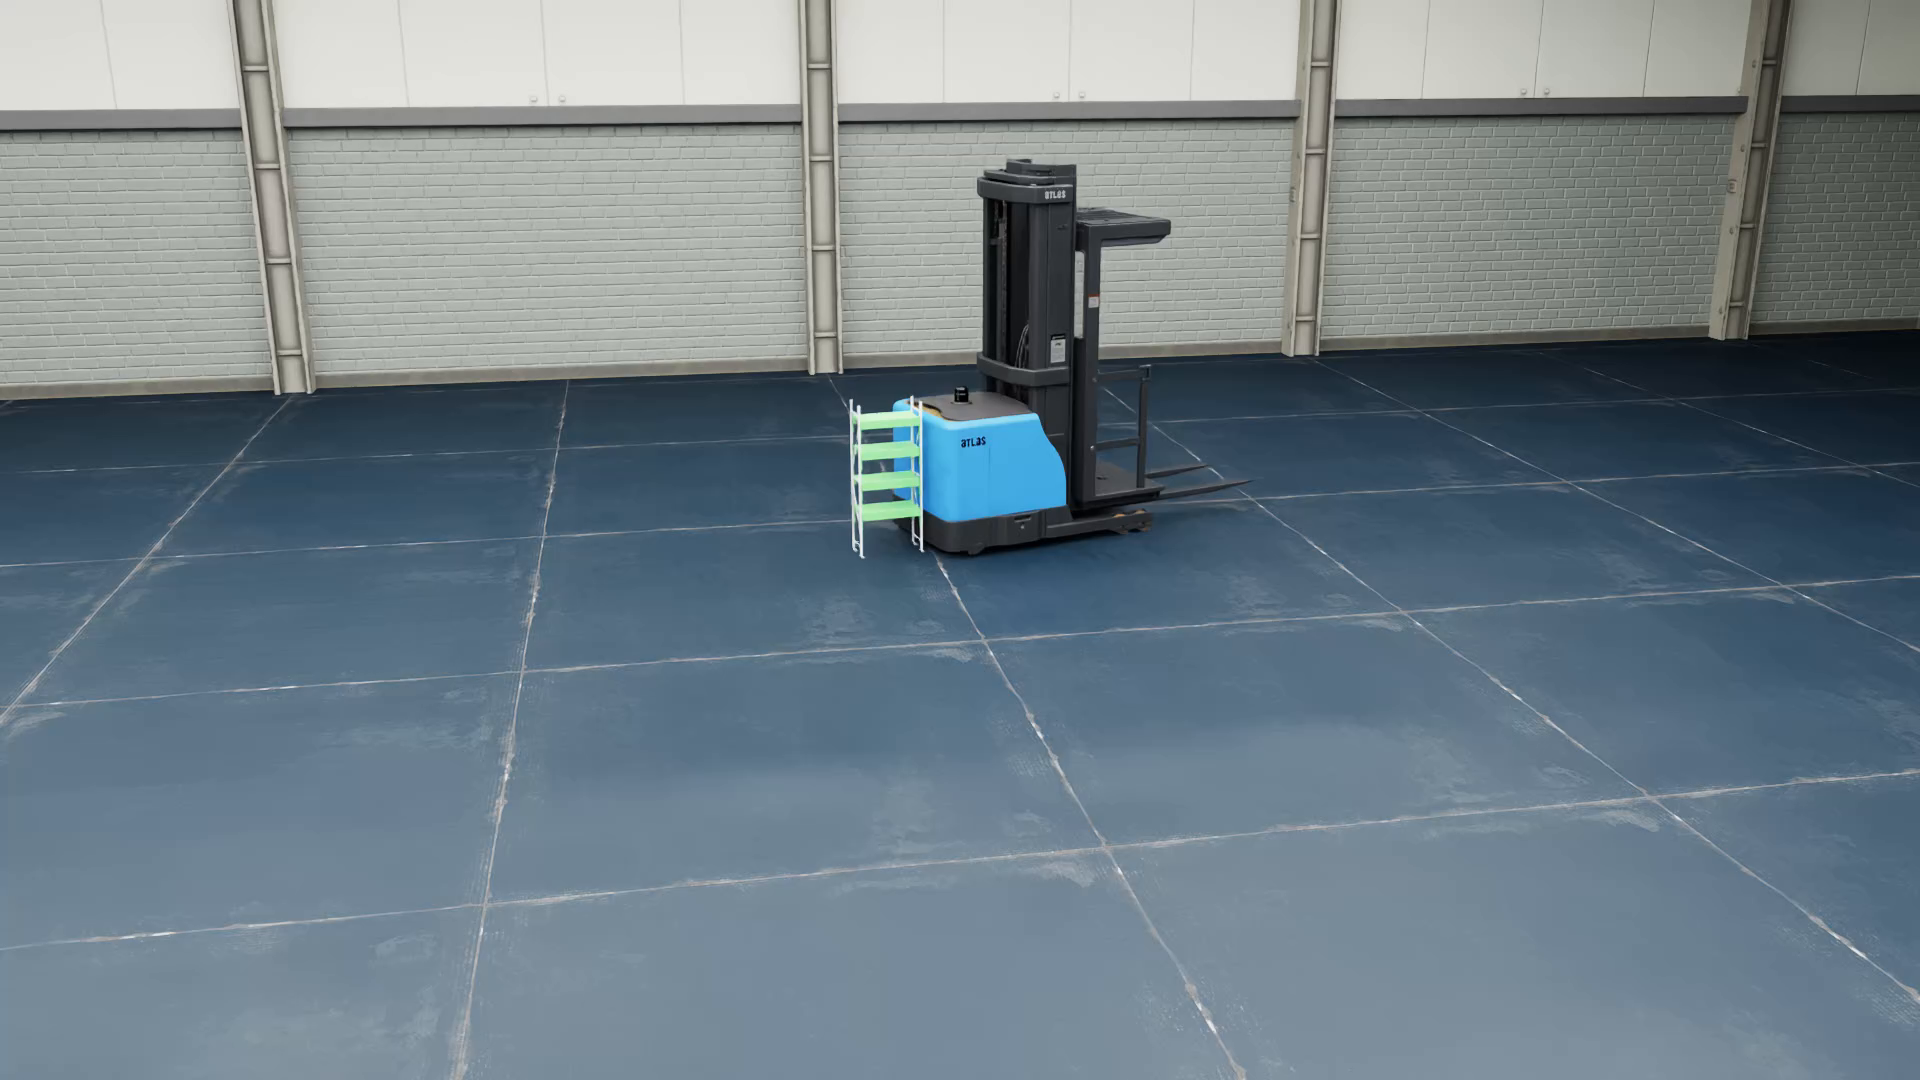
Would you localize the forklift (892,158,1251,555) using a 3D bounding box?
[{"bbox_3d":[0.997,-1.573,13.441,3.031,2.935,1.130,-9,19,-27],"label":"forklift"}]

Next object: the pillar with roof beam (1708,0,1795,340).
[{"bbox_3d":[10.990,-5.744,16.685,0.400,9.000,9.100,-3,17,-10],"label":"pillar with roof beam"}]

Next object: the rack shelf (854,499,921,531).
[{"bbox_3d":[-0.566,-0.198,12.948,0.480,0.148,0.258,-6,18,-18],"label":"rack shelf"}]

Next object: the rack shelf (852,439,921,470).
[{"bbox_3d":[-0.566,-0.657,12.807,0.480,0.148,0.258,-6,18,-18],"label":"rack shelf"}]

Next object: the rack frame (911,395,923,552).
[{"bbox_3d":[-0.336,-0.512,12.934,0.015,1.200,0.240,-6,18,-18],"label":"rack frame"}]

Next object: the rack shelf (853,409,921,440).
[{"bbox_3d":[-0.566,-0.886,12.736,0.480,0.148,0.258,-6,18,-18],"label":"rack shelf"}]

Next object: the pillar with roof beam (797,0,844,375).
[{"bbox_3d":[-0.792,-5.075,14.509,0.400,9.000,9.100,-3,17,-10],"label":"pillar with roof beam"}]

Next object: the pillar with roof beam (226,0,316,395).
[{"bbox_3d":[-6.683,-4.741,13.421,0.400,9.000,9.100,-3,17,-10],"label":"pillar with roof beam"}]

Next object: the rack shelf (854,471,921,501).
[{"bbox_3d":[-0.566,-0.427,12.877,0.480,0.148,0.258,-6,18,-18],"label":"rack shelf"}]

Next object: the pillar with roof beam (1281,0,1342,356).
[{"bbox_3d":[5.099,-5.409,15.597,0.400,9.000,9.100,-3,17,-10],"label":"pillar with roof beam"}]

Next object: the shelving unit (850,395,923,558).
[{"bbox_3d":[-0.566,-0.488,12.859,0.503,1.200,0.258,-6,18,-18],"label":"shelving unit"}]

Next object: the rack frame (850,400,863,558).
[{"bbox_3d":[-0.797,-0.465,12.783,0.015,1.200,0.240,-6,18,-18],"label":"rack frame"}]
